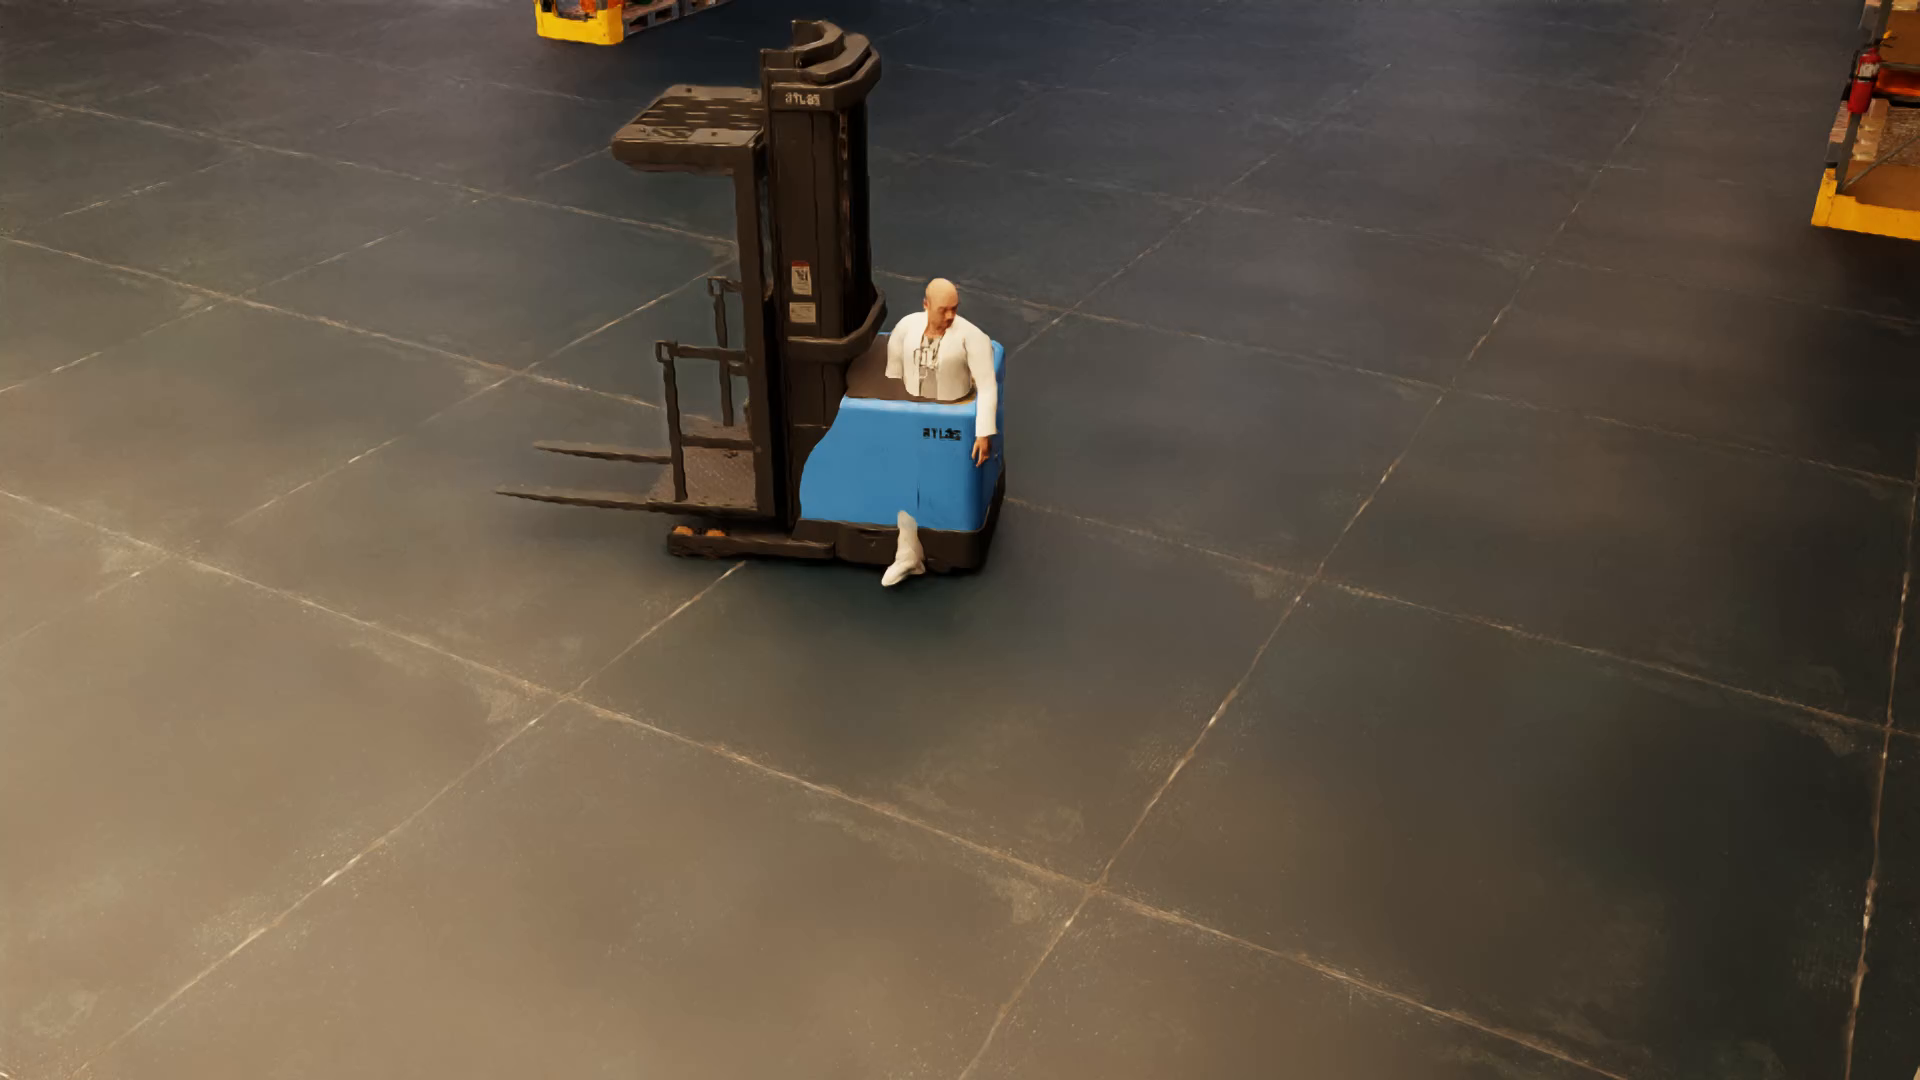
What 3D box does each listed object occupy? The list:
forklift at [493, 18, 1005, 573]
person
[{"bbox_3d":[-1.283,-1.418,9.527,3.031,2.935,1.130,5,30,8],"label":"forklift"},{"bbox_3d":[-0.156,-0.607,9.311,0.781,1.750,0.841,9,31,15],"label":"person"}]
